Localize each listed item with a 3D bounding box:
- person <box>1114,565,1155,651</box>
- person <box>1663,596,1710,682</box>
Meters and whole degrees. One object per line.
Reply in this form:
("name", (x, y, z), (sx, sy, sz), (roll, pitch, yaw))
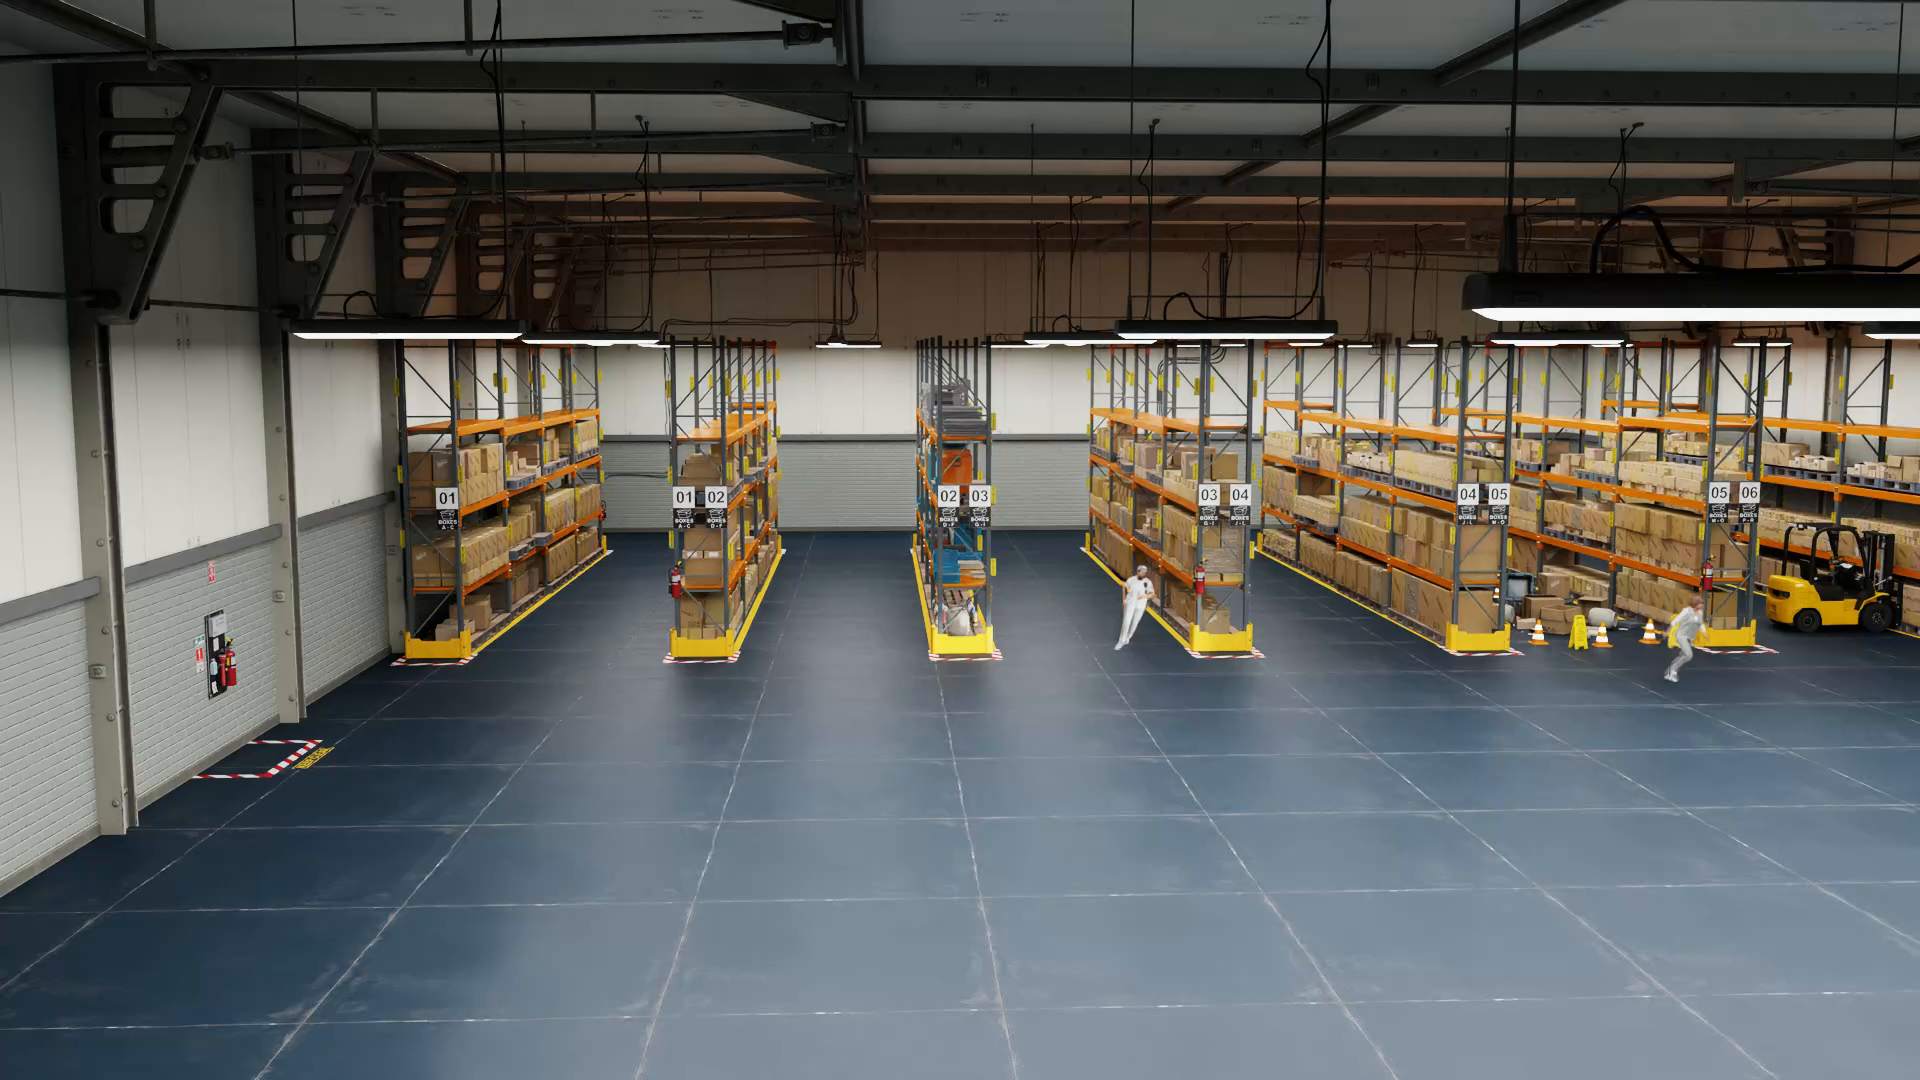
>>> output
("person", (3.341, 1.280, 32.126), (0.796, 1.619, 0.745), (0, 6, -2))
("person", (12.550, 1.710, 28.685), (0.507, 1.518, 0.699), (-3, 7, -26))
